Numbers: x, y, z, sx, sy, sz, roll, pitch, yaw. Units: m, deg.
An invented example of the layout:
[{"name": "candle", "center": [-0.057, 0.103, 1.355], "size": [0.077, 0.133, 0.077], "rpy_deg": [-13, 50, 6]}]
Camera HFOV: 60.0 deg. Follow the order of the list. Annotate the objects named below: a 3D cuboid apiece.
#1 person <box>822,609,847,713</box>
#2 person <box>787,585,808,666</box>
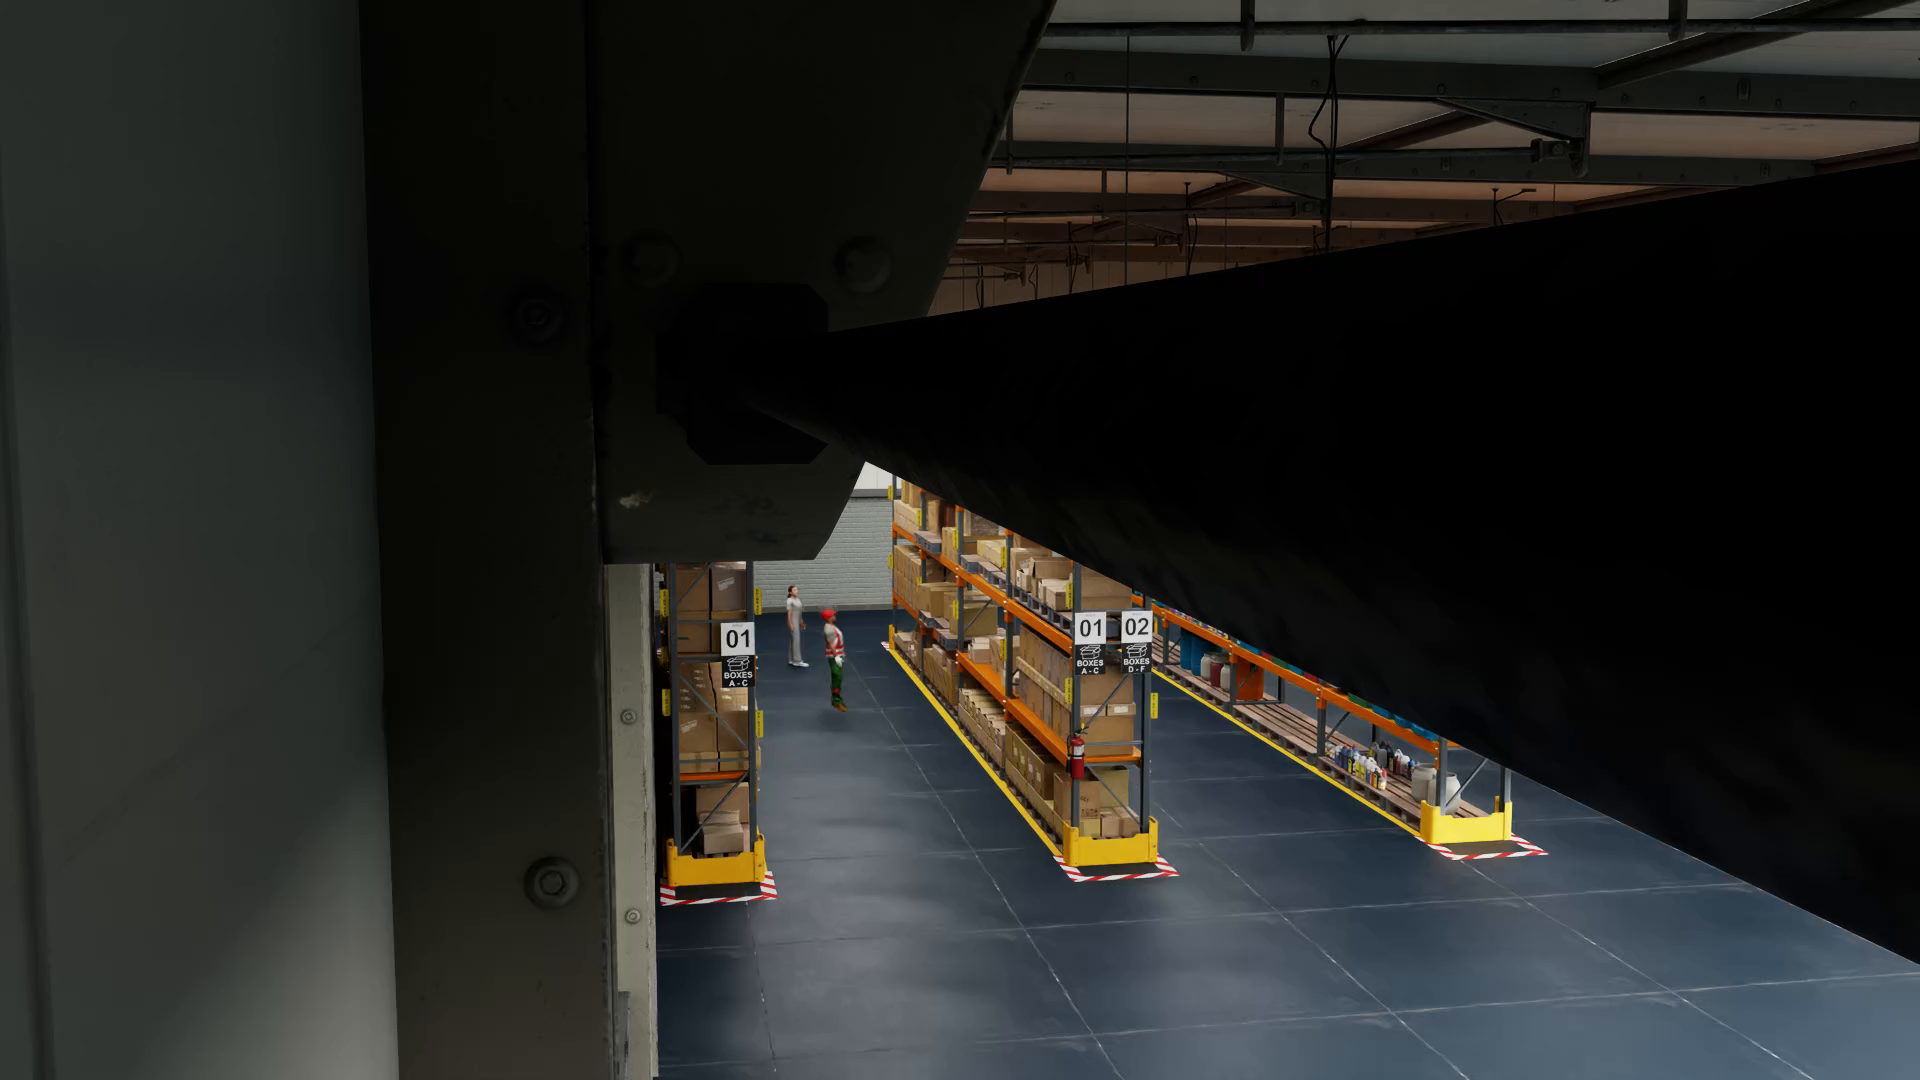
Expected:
[{"name": "person", "center": [-2.213, 2.149, 29.984], "size": [0.539, 1.841, 0.585], "rpy_deg": [2, 6, 18]}, {"name": "person", "center": [-3.377, 1.769, 34.627], "size": [0.471, 1.672, 0.491], "rpy_deg": [1, 6, 7]}]
